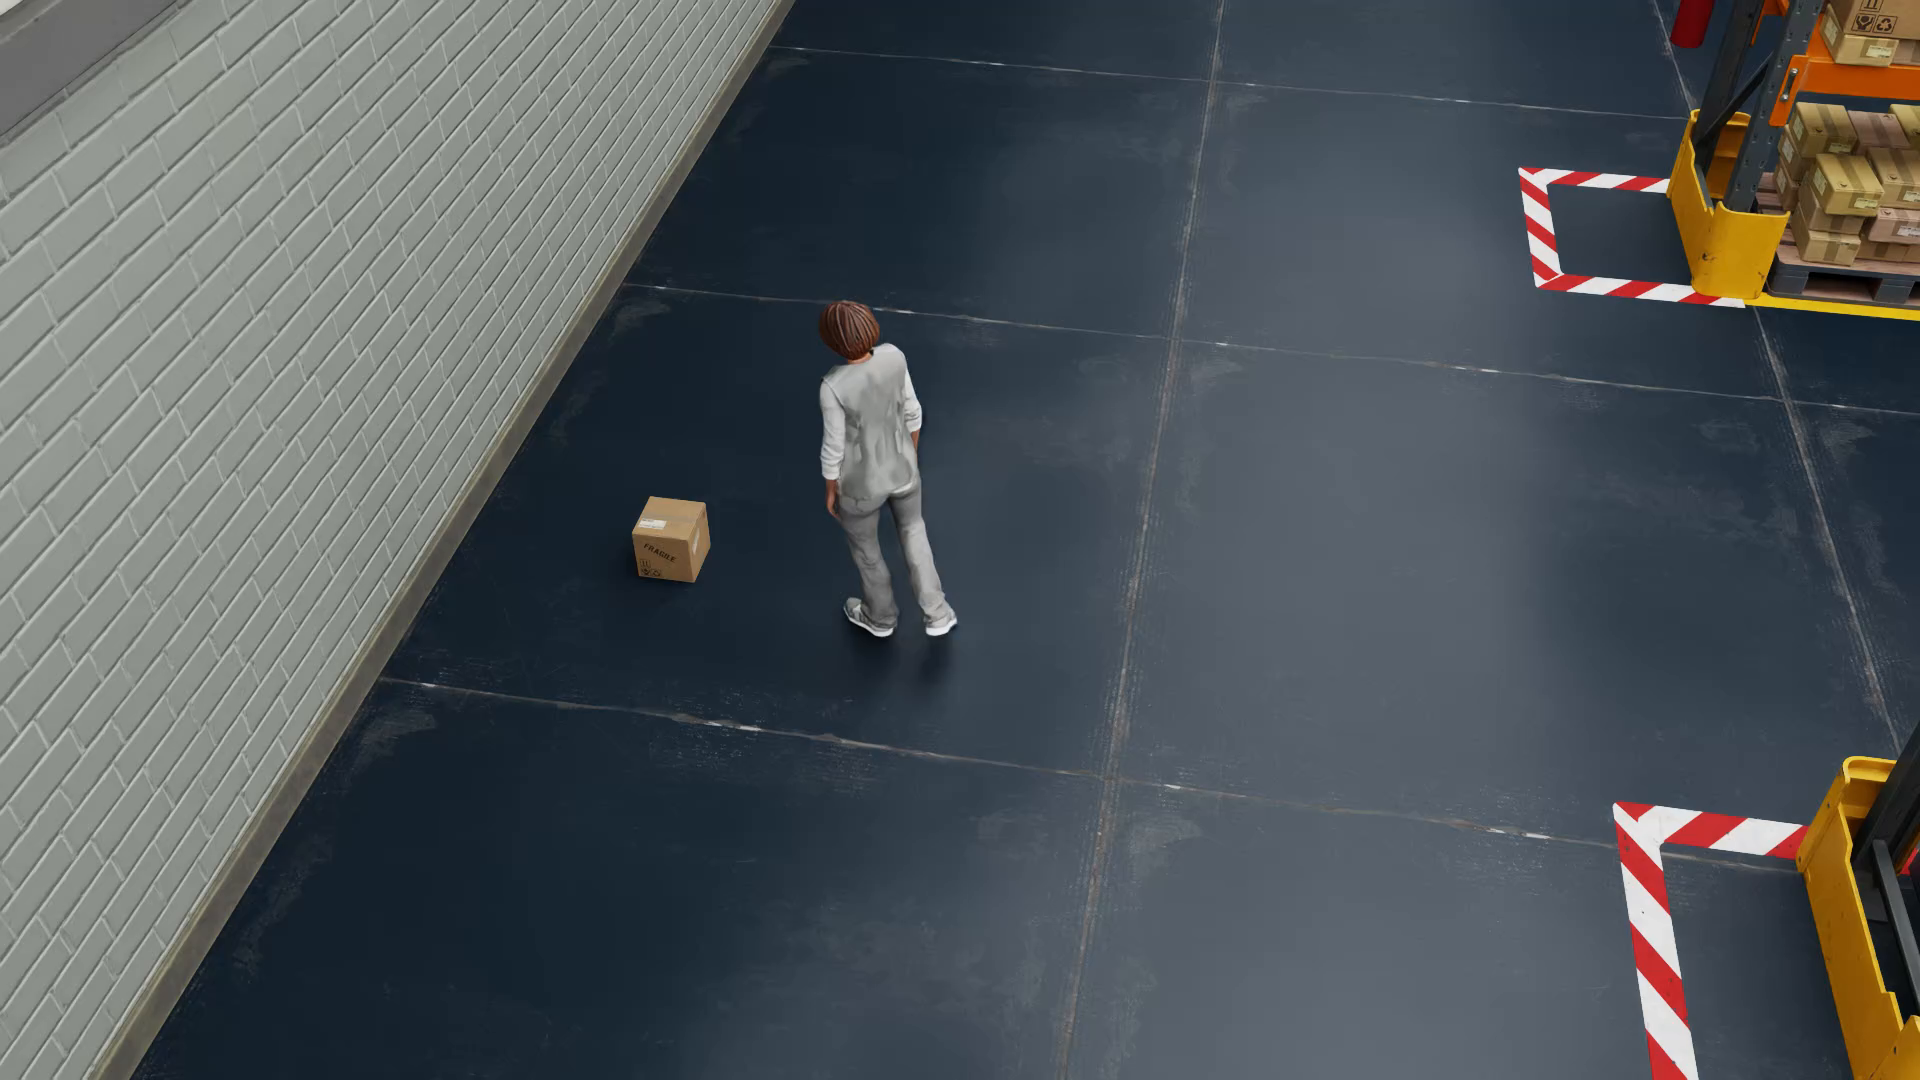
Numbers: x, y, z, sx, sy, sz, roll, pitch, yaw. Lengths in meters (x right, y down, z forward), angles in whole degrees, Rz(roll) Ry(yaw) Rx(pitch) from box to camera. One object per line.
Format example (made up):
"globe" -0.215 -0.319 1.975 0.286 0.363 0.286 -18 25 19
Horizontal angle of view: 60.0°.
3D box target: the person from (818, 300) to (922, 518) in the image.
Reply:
"person" -0.341 -0.486 6.214 0.440 0.938 0.328 -24 47 -25
